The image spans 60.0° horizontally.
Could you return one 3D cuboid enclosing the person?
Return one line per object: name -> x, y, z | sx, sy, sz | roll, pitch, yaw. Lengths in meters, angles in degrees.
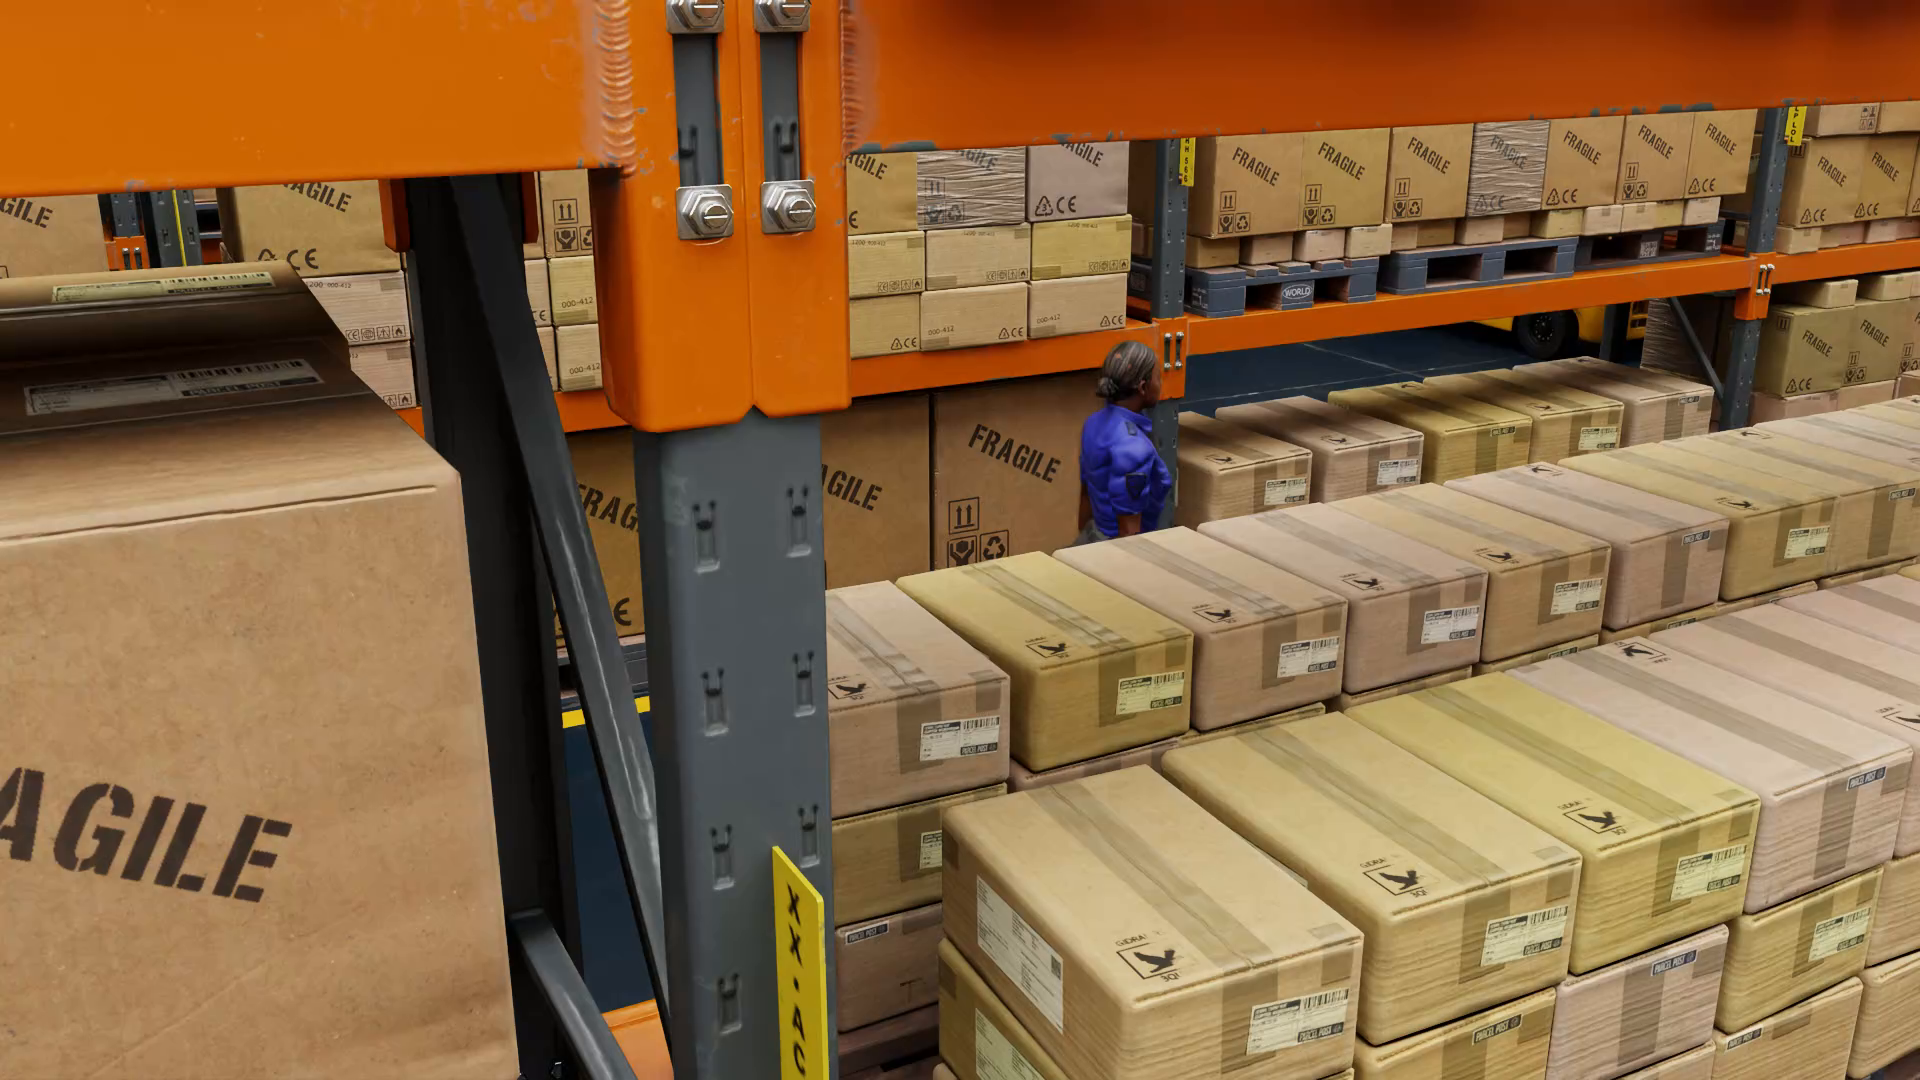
person -> 0.557, 0.104, 5.730 | 0.778, 1.629, 0.654 | -2, 19, -7
